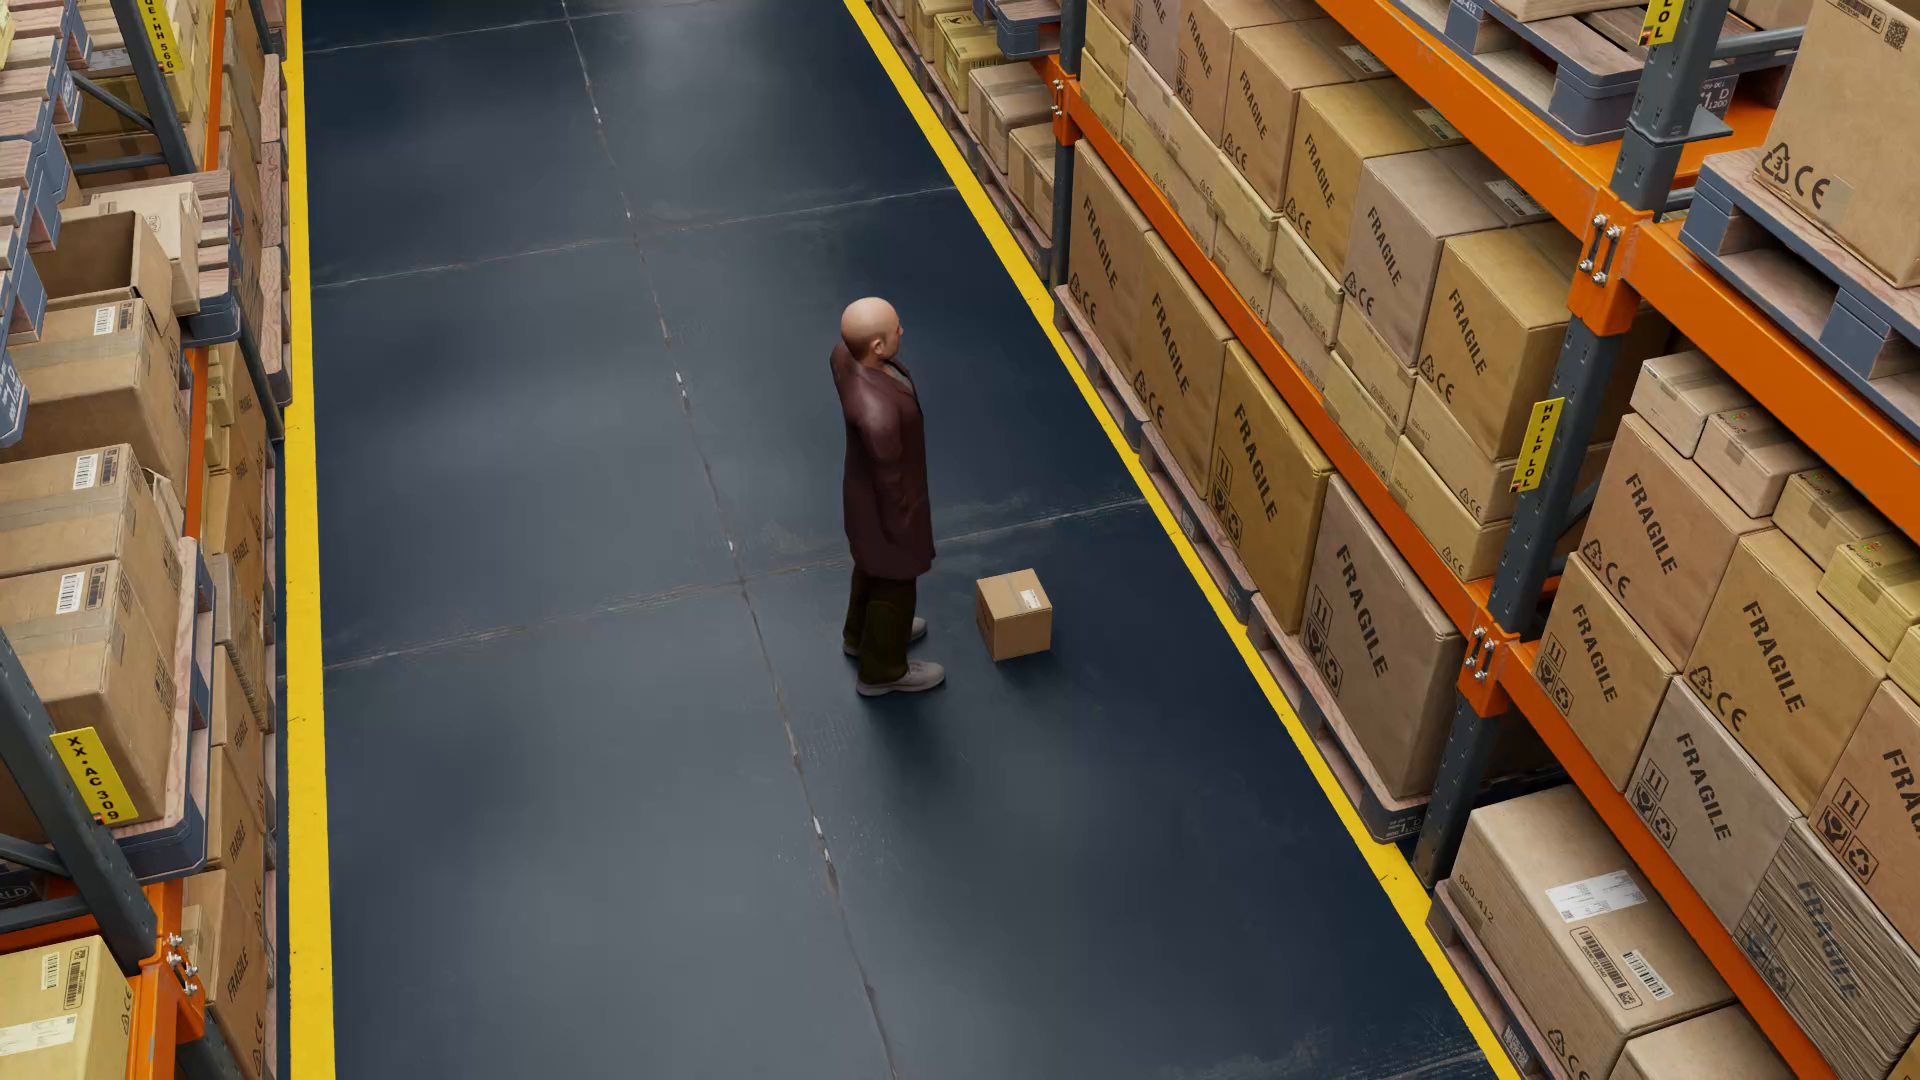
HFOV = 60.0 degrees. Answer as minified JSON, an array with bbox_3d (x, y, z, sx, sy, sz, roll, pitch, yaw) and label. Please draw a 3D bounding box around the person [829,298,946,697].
[{"bbox_3d":[-0.284,-0.169,6.362,0.377,1.778,0.559,-11,43,-12],"label":"person"}]
